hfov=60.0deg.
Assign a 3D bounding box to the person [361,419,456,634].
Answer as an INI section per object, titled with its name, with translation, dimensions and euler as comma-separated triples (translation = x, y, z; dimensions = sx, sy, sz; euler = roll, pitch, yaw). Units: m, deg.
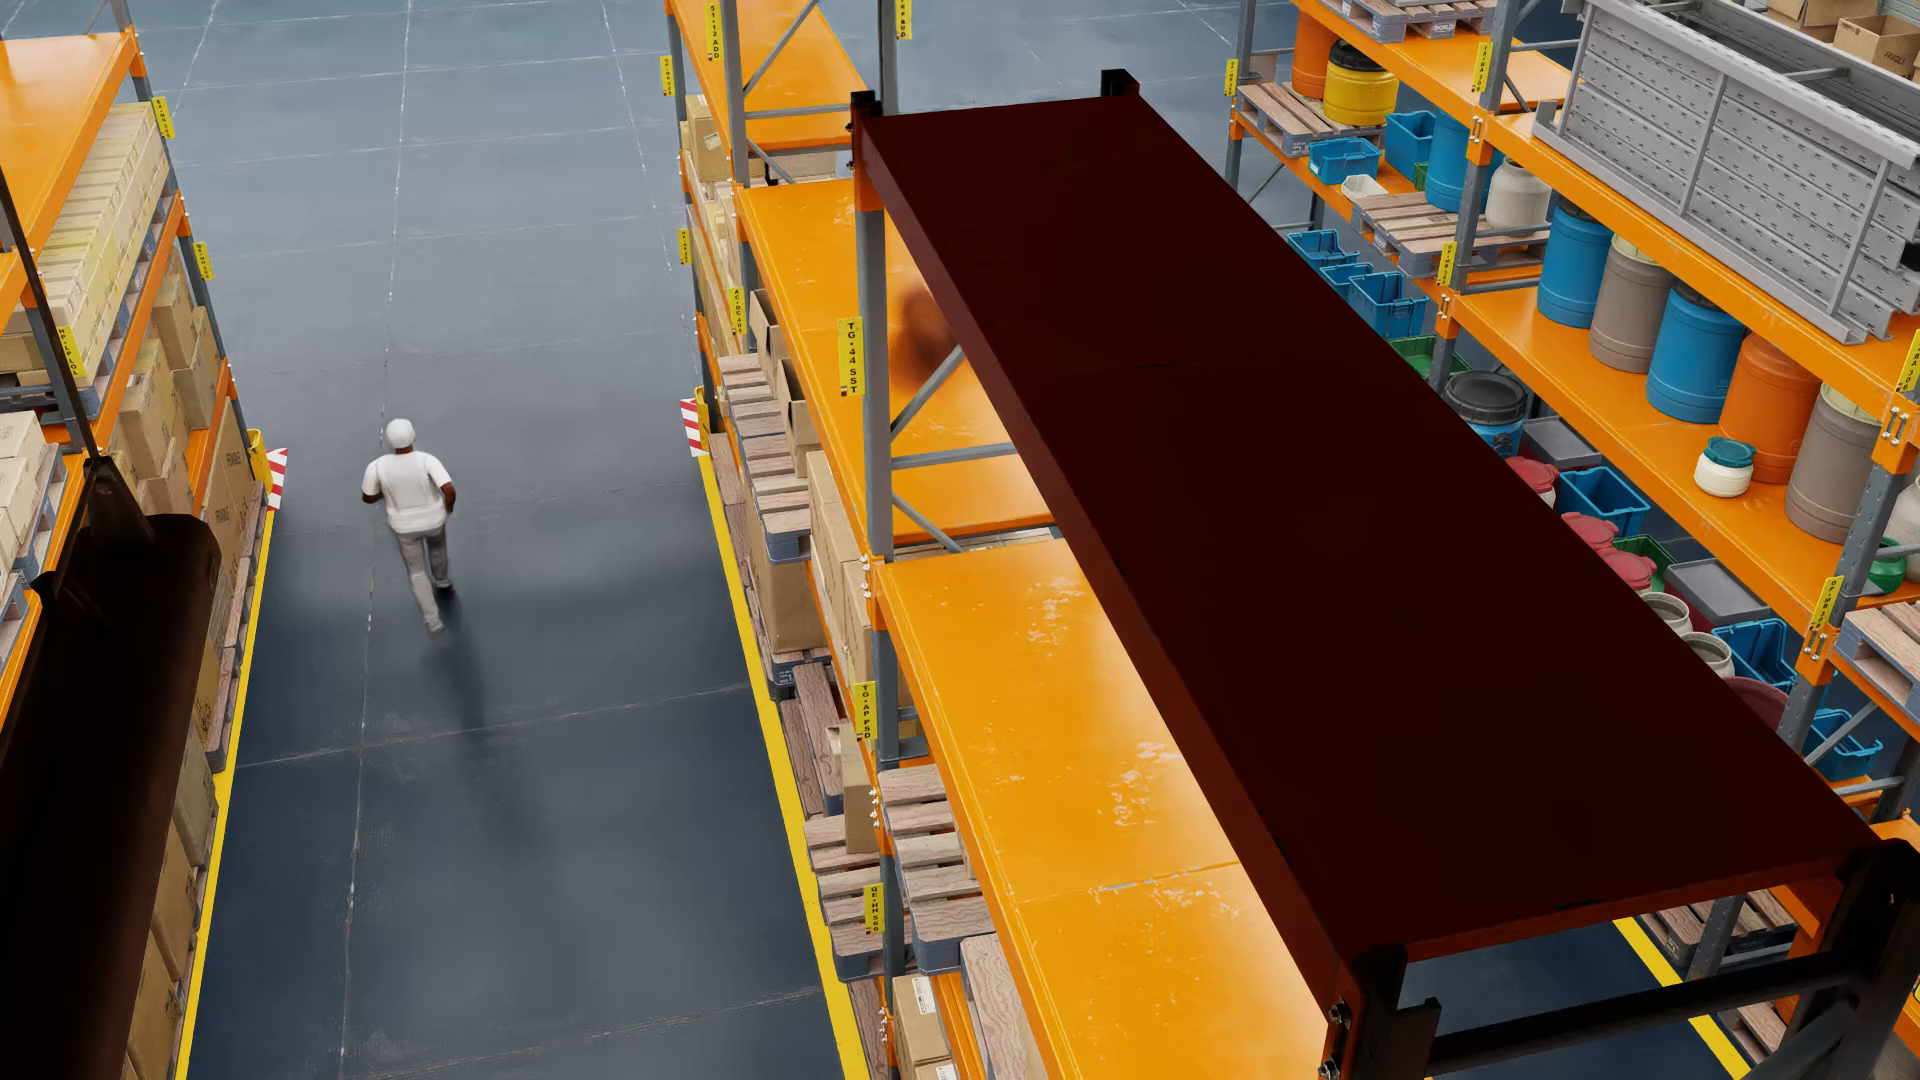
[person]
translation = -4.155, -0.101, 12.695
dimensions = 0.661, 1.796, 1.094
euler = -13, 37, -18
